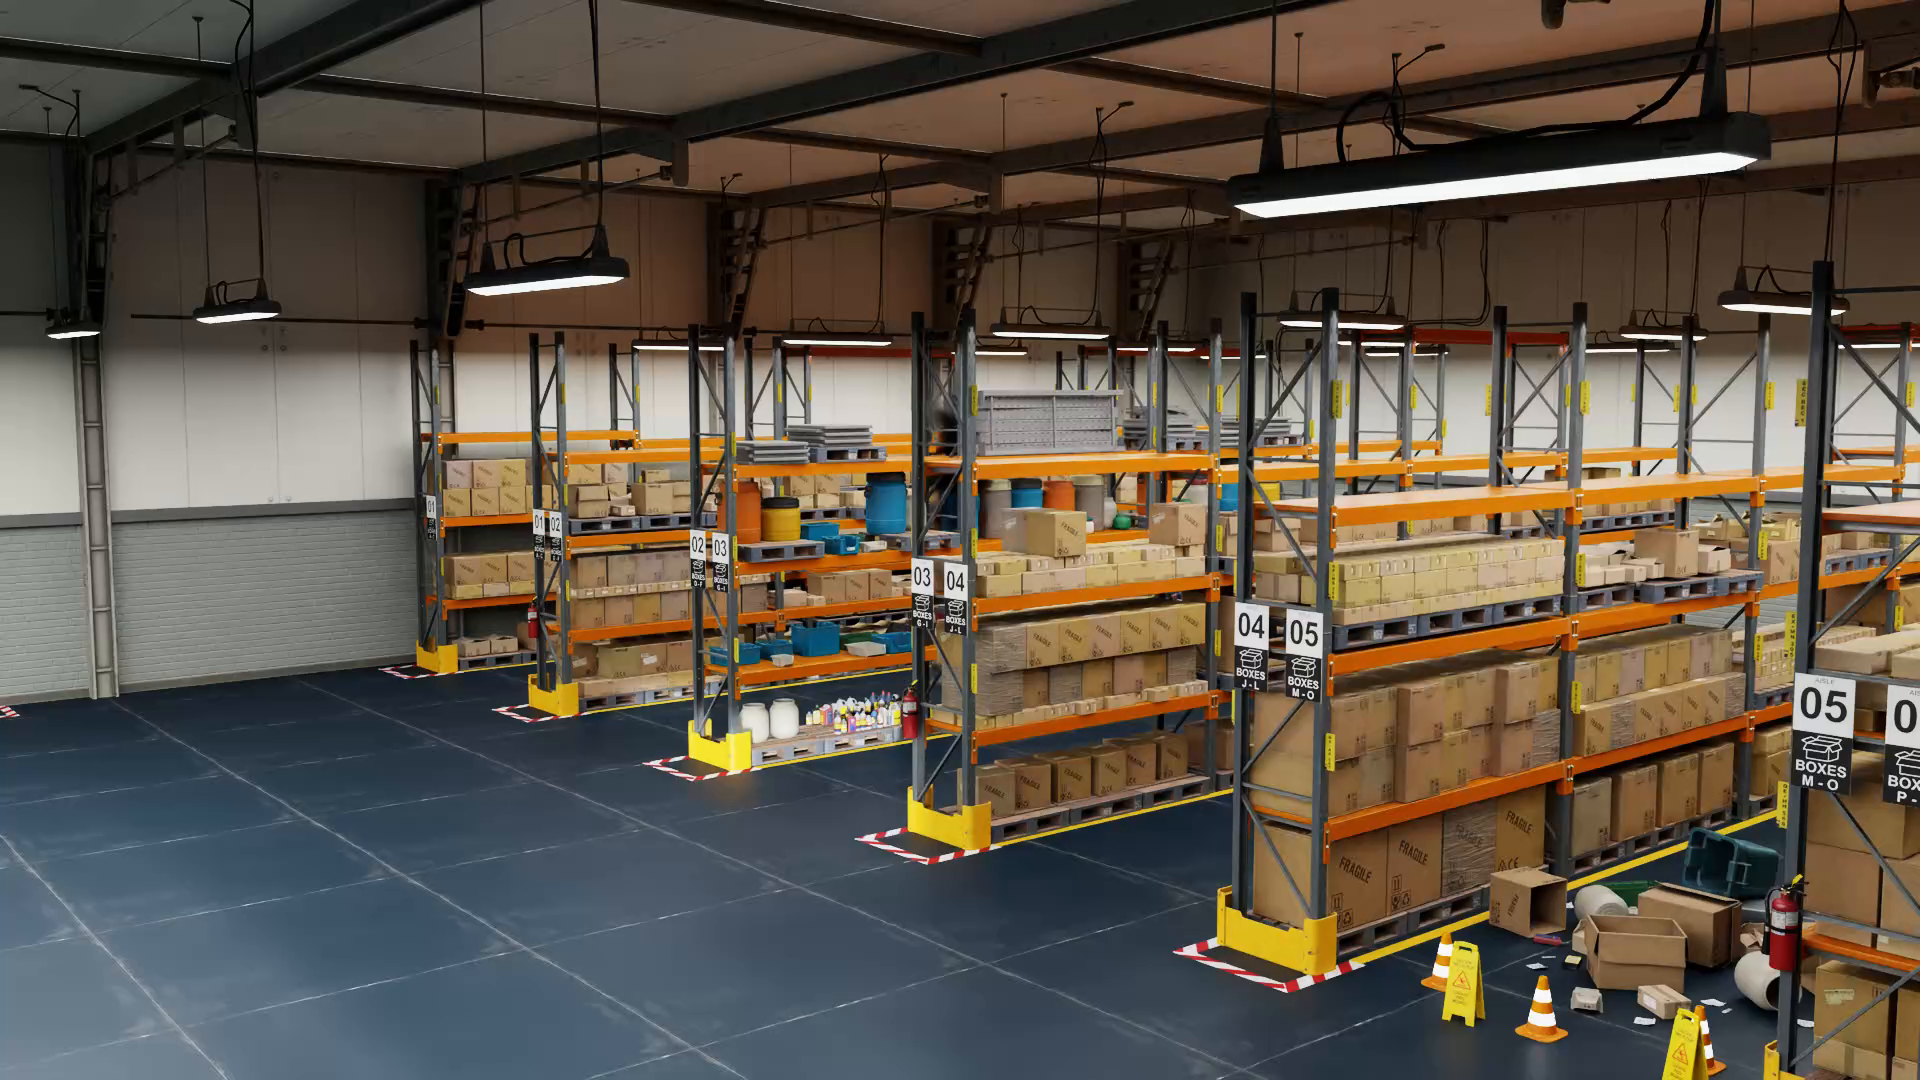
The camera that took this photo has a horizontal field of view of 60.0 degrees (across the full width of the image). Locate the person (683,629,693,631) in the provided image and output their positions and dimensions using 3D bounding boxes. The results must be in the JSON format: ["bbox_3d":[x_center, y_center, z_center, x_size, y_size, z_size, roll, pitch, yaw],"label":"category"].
[{"bbox_3d":[-4.873,1.658,29.806,0.535,1.530,0.657,4,7,39],"label":"person"}]

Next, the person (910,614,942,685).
[{"bbox_3d":[-0.571,1.742,28.597,0.595,1.573,0.728,3,6,30],"label":"person"}]
